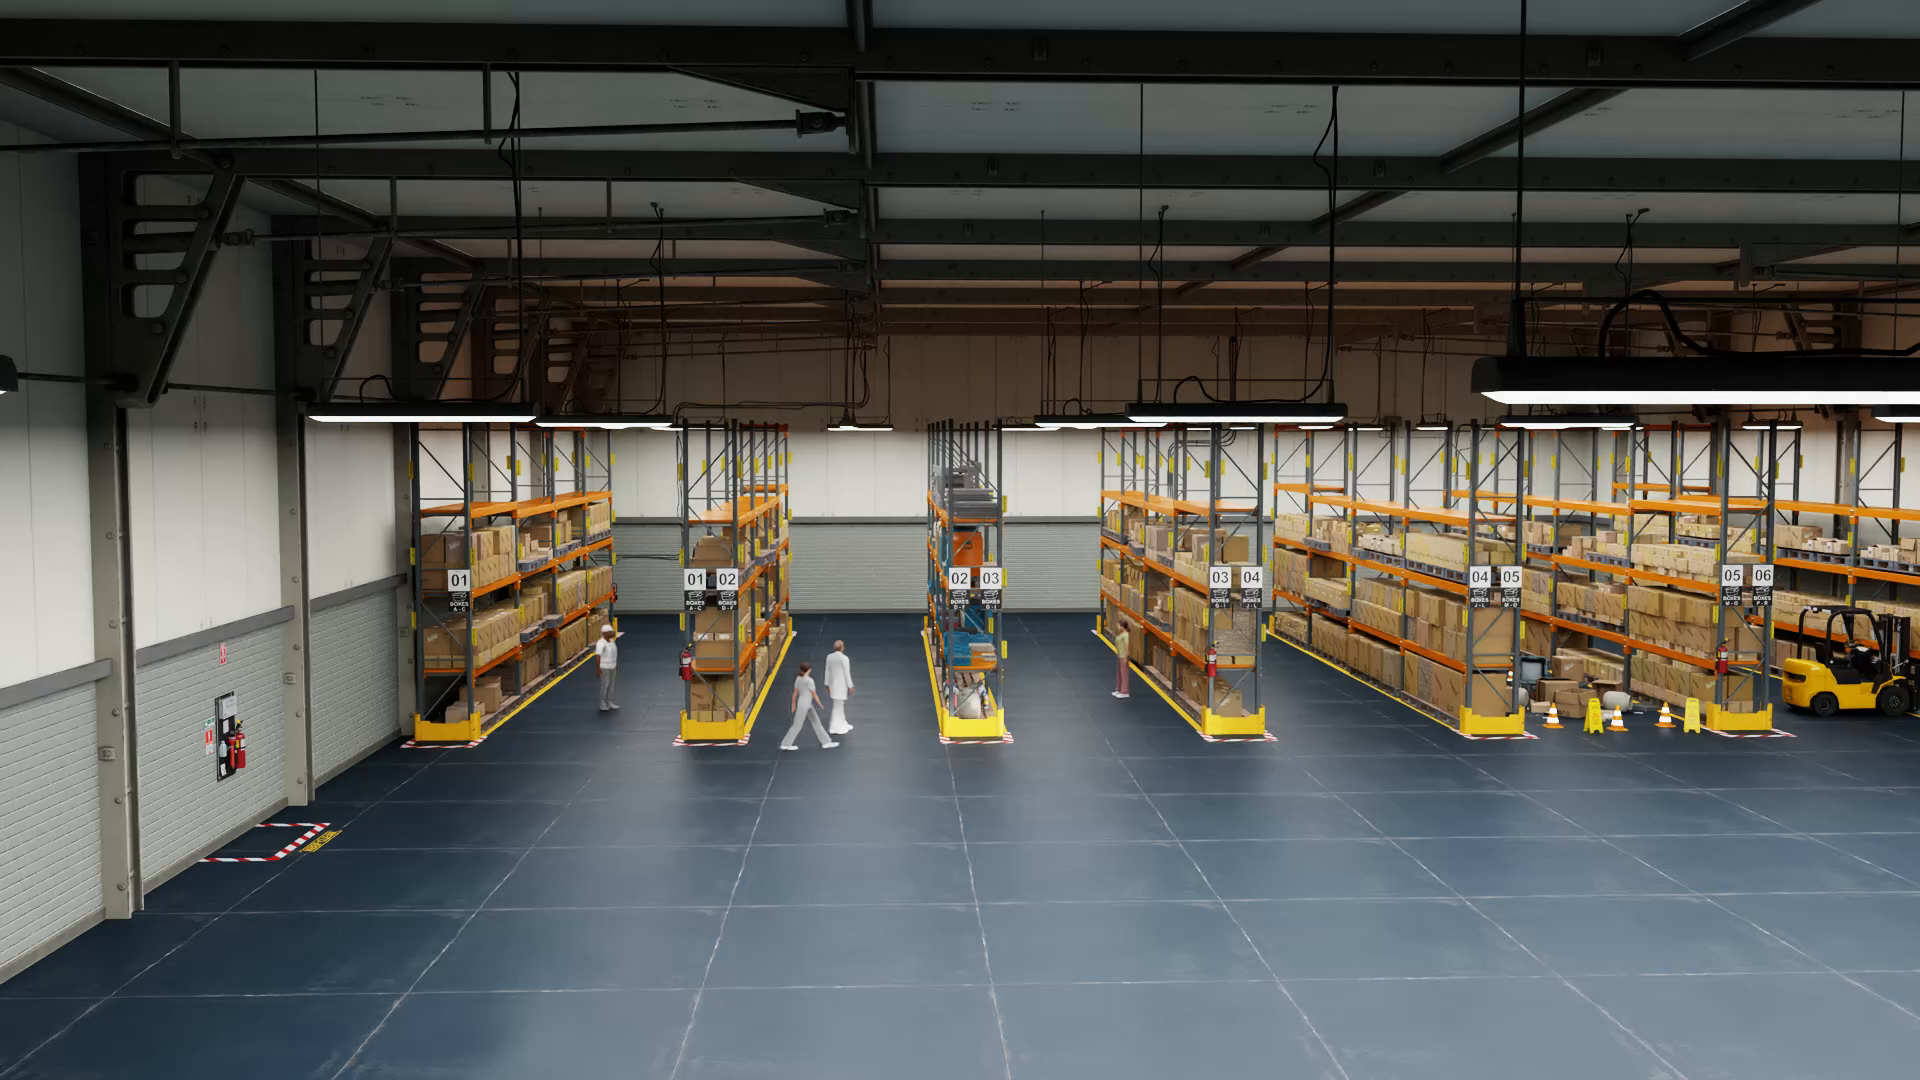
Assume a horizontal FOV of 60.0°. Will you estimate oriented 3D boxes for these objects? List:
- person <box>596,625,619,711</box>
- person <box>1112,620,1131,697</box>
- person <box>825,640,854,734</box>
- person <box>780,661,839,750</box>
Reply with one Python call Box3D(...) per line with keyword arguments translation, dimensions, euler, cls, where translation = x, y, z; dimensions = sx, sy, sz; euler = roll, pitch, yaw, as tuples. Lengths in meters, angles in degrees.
Box3D(translation=(-7.284, 2.635, 34.413), dimensions=(0.358, 1.767, 0.689), euler=(1, 4, 20), cls="person")
Box3D(translation=(3.507, 2.575, 36.122), dimensions=(0.387, 1.656, 0.486), euler=(0, 4, -6), cls="person")
Box3D(translation=(-2.237, 2.804, 31.839), dimensions=(0.617, 1.767, 0.635), euler=(-2, 4, -30), cls="person")
Box3D(translation=(-2.711, 2.974, 29.926), dimensions=(1.048, 1.600, 0.412), euler=(0, 4, -1), cls="person")
